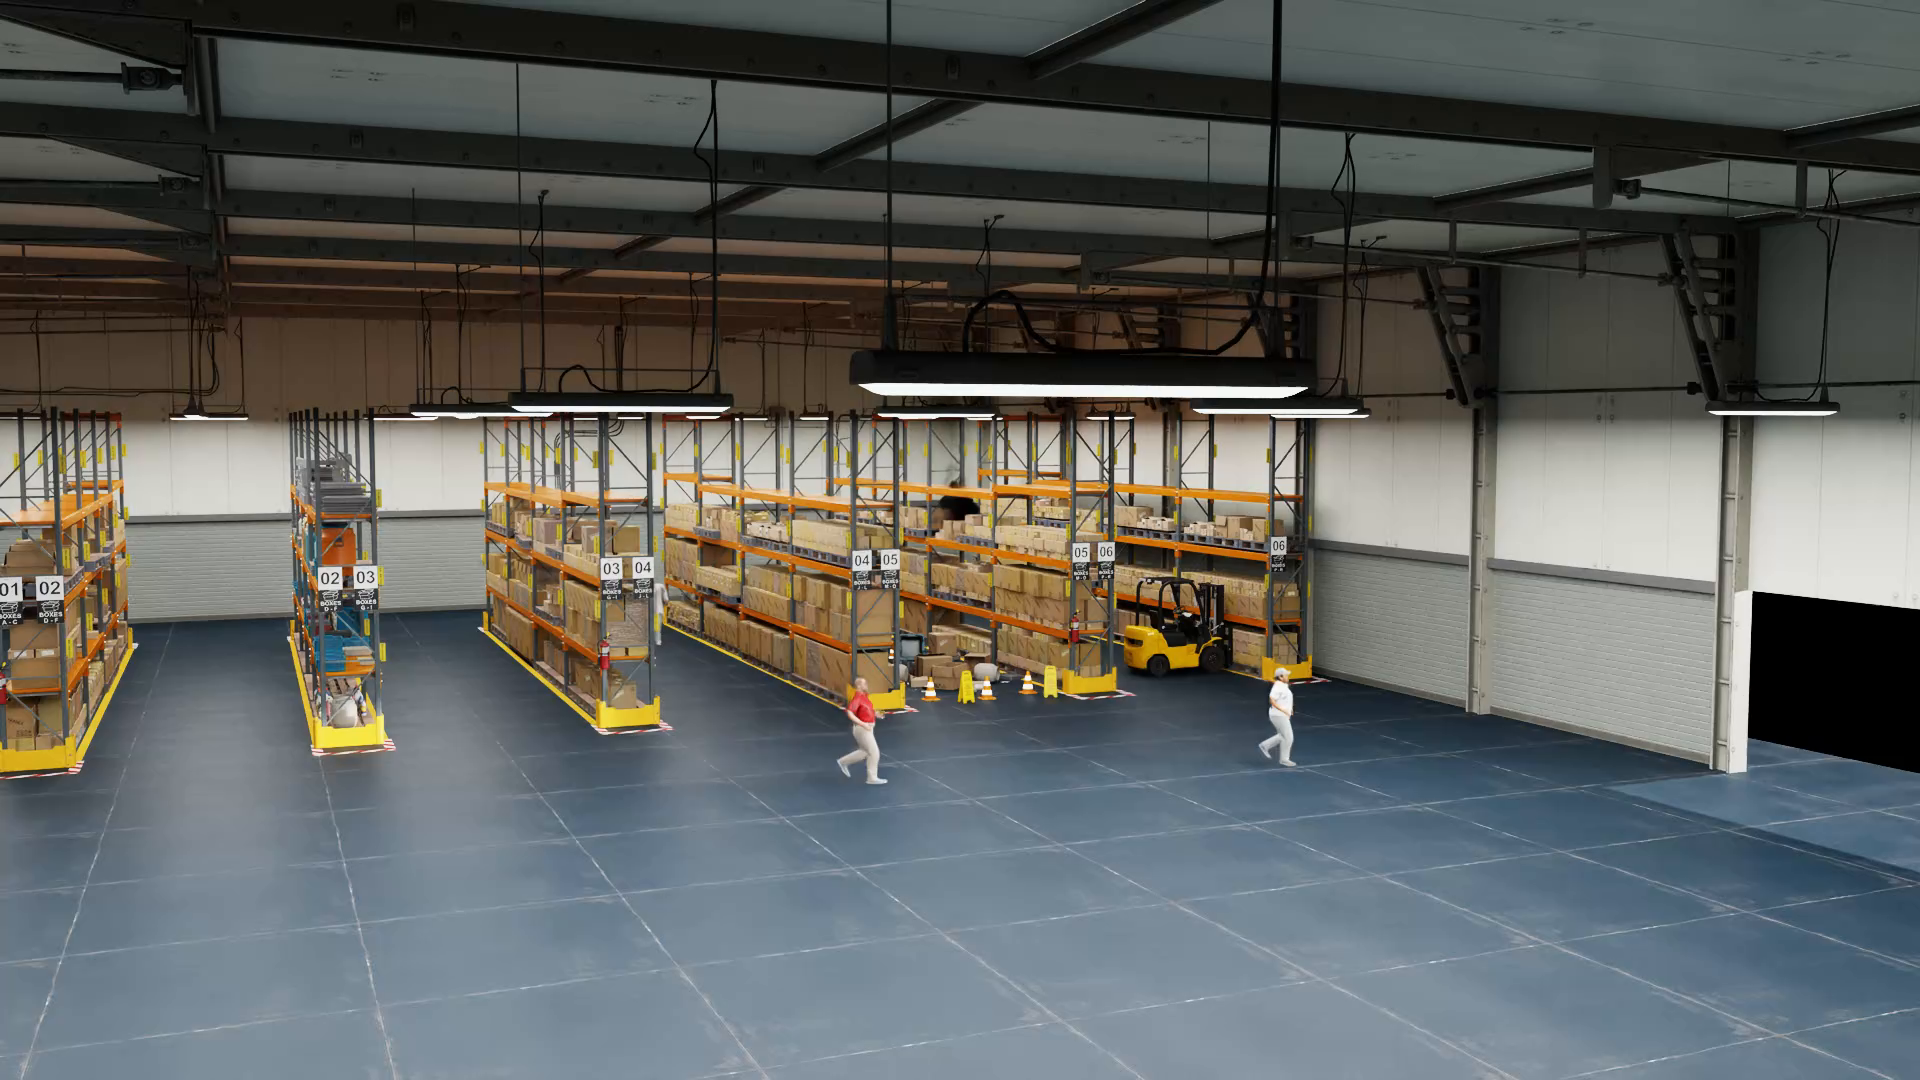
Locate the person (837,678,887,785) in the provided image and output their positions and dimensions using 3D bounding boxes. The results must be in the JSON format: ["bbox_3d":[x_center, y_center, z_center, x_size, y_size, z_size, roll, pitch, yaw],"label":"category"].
[{"bbox_3d":[-1.546,3.027,26.391,0.783,1.689,0.675,0,4,5],"label":"person"}]

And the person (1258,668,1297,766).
[{"bbox_3d":[5.326,2.959,27.901,0.659,1.650,0.614,1,4,17],"label":"person"}]

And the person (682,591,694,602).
[{"bbox_3d":[-8.133,1.453,49.502,1.101,1.540,0.640,1,4,18],"label":"person"}]

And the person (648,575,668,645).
[{"bbox_3d":[-7.969,1.808,43.398,0.725,1.815,0.963,-1,4,-15],"label":"person"}]
